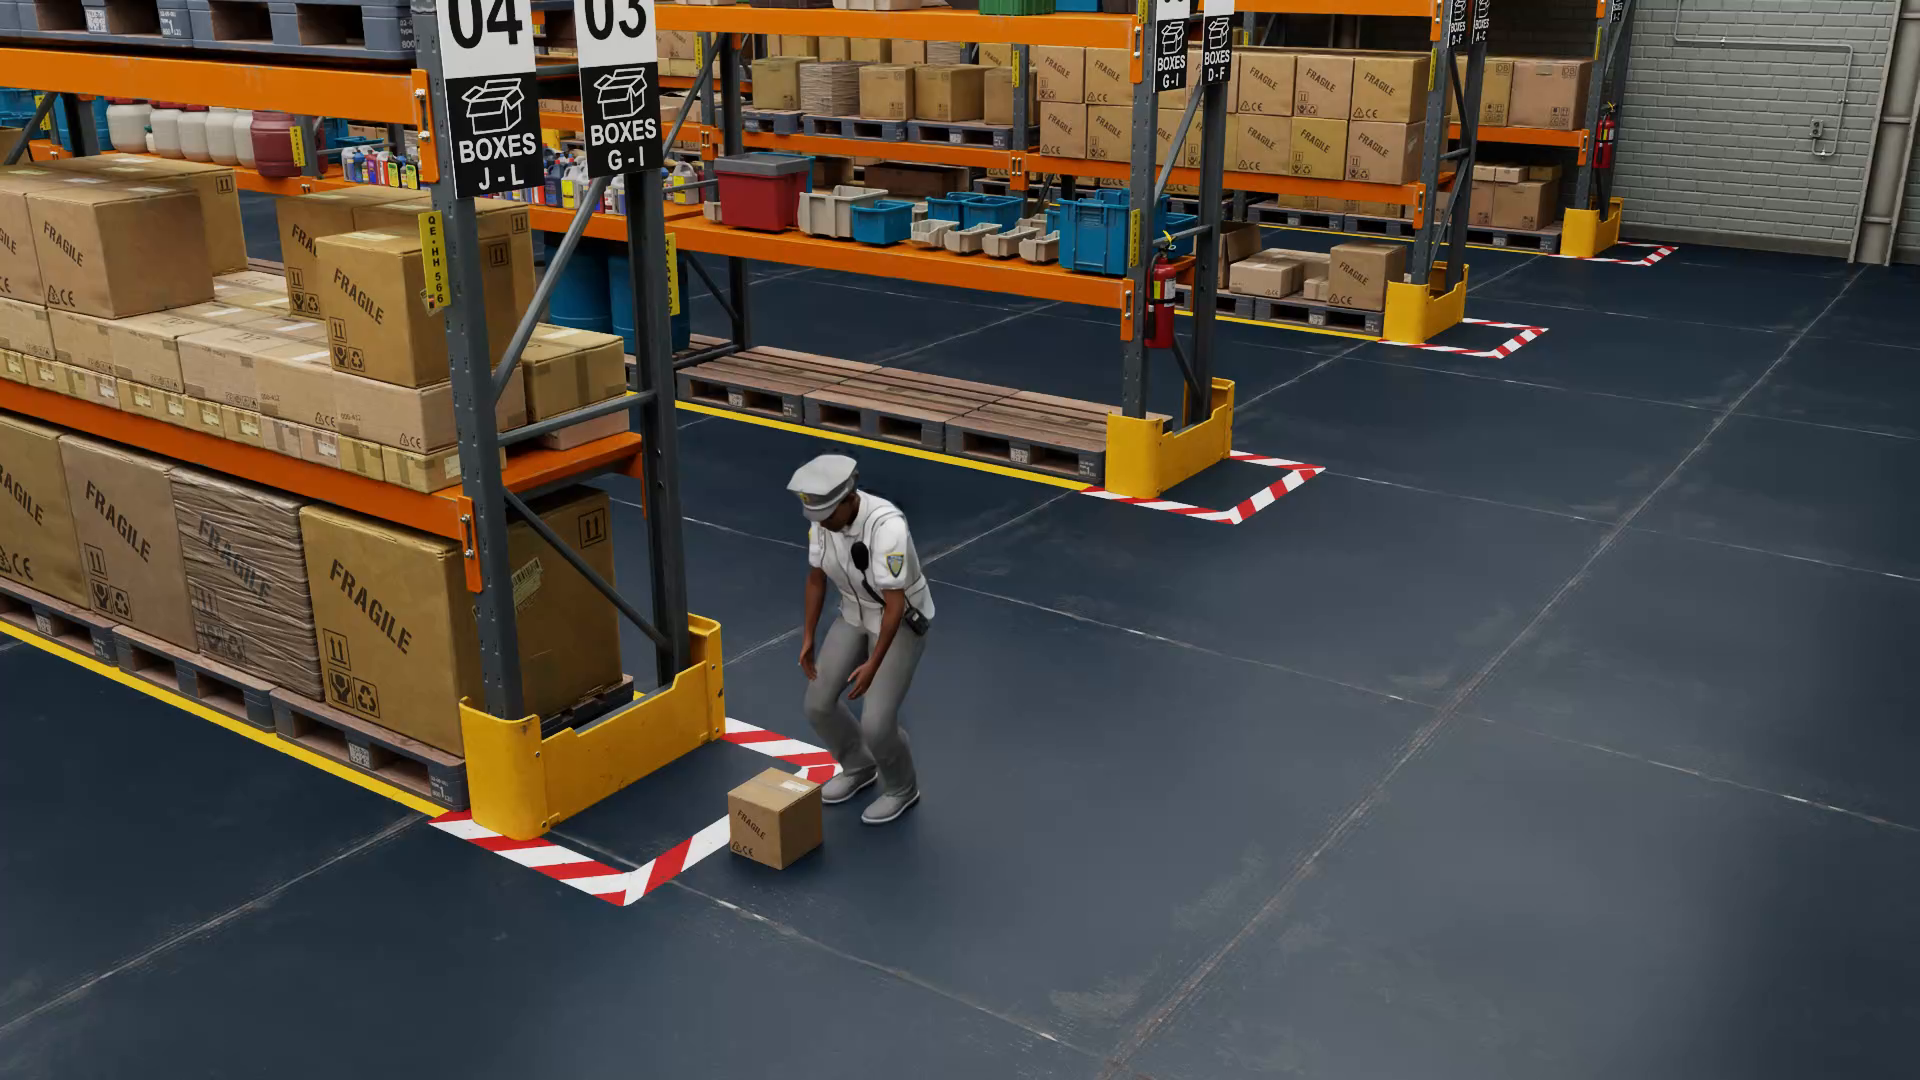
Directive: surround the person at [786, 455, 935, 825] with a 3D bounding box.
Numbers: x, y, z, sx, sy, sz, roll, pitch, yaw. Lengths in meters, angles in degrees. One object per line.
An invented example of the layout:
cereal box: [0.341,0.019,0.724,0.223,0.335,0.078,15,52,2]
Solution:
person: [-0.366,0.368,6.337,0.490,1.487,0.628,17,26,39]
